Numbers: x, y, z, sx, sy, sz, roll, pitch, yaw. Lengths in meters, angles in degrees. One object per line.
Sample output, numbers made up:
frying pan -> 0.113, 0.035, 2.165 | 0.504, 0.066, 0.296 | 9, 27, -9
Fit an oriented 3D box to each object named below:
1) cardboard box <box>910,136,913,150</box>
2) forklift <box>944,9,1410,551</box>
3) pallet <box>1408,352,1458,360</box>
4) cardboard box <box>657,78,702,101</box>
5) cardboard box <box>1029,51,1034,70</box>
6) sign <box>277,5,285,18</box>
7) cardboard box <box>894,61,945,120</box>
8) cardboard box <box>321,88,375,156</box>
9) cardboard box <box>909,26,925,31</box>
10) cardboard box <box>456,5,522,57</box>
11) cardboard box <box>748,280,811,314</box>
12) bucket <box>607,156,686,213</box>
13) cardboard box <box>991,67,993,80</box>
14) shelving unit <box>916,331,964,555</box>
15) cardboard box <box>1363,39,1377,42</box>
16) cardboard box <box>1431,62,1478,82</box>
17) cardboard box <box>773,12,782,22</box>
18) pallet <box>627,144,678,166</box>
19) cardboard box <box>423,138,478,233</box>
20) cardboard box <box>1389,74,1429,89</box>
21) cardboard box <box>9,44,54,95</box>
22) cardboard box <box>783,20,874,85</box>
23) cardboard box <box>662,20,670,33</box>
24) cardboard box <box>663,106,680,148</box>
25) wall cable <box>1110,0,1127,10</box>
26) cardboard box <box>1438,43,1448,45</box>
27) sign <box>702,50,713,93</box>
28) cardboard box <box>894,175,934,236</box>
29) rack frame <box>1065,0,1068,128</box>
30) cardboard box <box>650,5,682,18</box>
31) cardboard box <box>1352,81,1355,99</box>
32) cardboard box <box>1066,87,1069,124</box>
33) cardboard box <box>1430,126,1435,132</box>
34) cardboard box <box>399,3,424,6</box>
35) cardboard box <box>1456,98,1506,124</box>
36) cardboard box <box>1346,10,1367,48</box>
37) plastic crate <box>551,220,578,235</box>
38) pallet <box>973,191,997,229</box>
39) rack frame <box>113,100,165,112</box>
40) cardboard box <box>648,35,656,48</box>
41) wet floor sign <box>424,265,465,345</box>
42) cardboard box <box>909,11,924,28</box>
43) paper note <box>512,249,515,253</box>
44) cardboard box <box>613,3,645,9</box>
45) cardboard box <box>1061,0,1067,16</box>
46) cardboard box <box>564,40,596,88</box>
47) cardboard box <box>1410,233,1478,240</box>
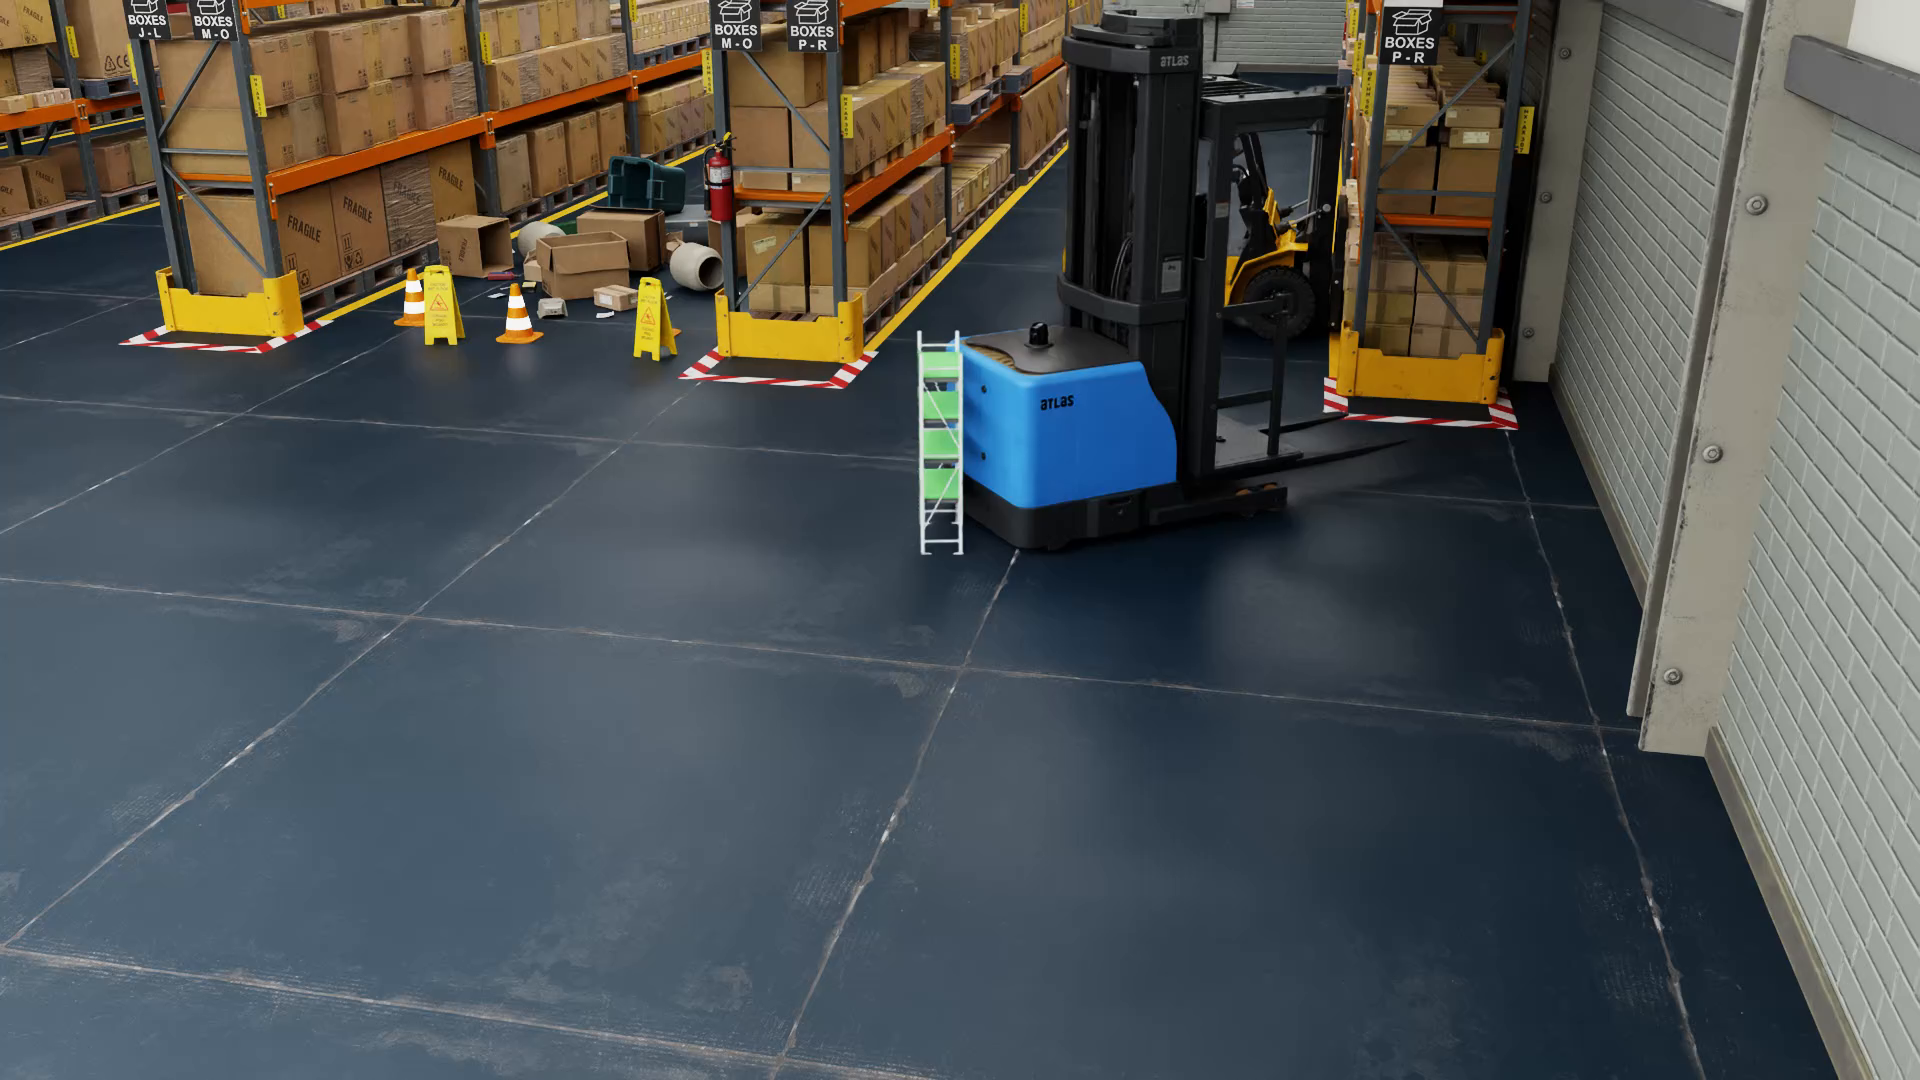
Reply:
cardboard box -> -0.638, -3.631, 15.191 | 0.380, 0.149, 0.250 | 4, 22, 10
forklift -> 1.451, -1.664, 10.062 | 3.031, 2.935, 1.130 | -11, 24, -25
pallet -> 3.573, -1.501, 13.299 | 1.003, 0.211, 1.213 | 4, 22, 11
cardboard box -> -3.936, -6.328, 23.331 | 0.500, 0.250, 0.500 | 3, 22, 9
cardboard box -> 0.664, -6.094, 21.171 | 0.500, 0.250, 0.500 | 4, 22, 9
sign -> -8.938, -7.033, 21.856 | 0.100, 0.325, 0.005 | 4, 22, 11
cardboard box -> -0.433, -4.355, 16.119 | 0.500, 0.500, 0.500 | 4, 22, 10
cardboard box -> -5.909, -3.836, 15.163 | 0.875, 0.550, 0.550 | 4, 22, 11
cardboard box -> -0.616, -5.099, 17.405 | 0.500, 0.500, 0.500 | 5, 22, 11
cardboard box -> -5.254, -5.573, 18.203 | 0.700, 0.500, 0.500 | 4, 22, 10
cardboard box -> -1.495, -2.133, 14.254 | 0.500, 0.250, 0.500 | 4, 22, 11
bucket -> -3.223, -3.653, 17.257 | 0.726, 0.611, 0.620 | 13, 15, 29
cardboard box -> 0.155, -5.182, 18.480 | 0.380, 0.149, 0.250 | 4, 22, 9
shelving unit -> -0.116, -0.564, 9.648 | 0.258, 1.200, 0.503 | -1, 22, -2
cardboard box -> 4.616, -5.401, 18.246 | 0.380, 0.149, 0.250 | 5, 22, 12
cardboard box -> 4.372, -4.134, 14.702 | 0.380, 0.149, 0.250 | 4, 22, 10
cardboard box -> -3.159, -8.526, 26.475 | 0.500, 0.500, 0.500 | 6, 23, 14
pallet -> -4.475, -5.147, 22.352 | 1.003, 0.211, 1.213 | 4, 22, 11
cardboard box -> -5.649, -3.677, 17.250 | 0.875, 0.875, 0.875 | 5, 22, 12
cardboard box -> 3.700, -3.796, 13.864 | 0.380, 0.149, 0.250 | 5, 22, 11
cardboard box -> -10.440, -5.132, 18.048 | 0.875, 0.500, 0.500 | 4, 22, 11
cardboard box -> -1.160, -4.291, 14.623 | 0.700, 0.500, 0.500 | 4, 22, 11
cardboard box -> -4.133, -6.913, 22.380 | 0.380, 0.149, 0.250 | 4, 22, 11
cardboard box -> -4.143, -5.614, 22.561 | 0.500, 0.500, 0.500 | 5, 22, 12
wall cable -> 2.991, -11.290, 32.470 | 0.585, 1.953, 0.123 | 4, 22, 11
cardboard box -> 5.054, -5.272, 17.925 | 0.380, 0.149, 0.250 | 4, 22, 11
sign -> -1.941, -3.622, 12.859 | 0.100, 0.325, 0.005 | 4, 22, 11
cardboard box -> -0.546, -3.196, 15.889 | 0.500, 0.500, 0.500 | 5, 22, 12
rack frame -> 1.047, -7.278, 23.909 | 1.000, 3.000, 0.127 | 4, 22, 11
cardboard box -> -4.031, -7.235, 22.781 | 0.380, 0.149, 0.250 | 4, 22, 10
cardboard box -> 4.653, -5.041, 18.556 | 0.500, 0.250, 0.500 | 4, 22, 10
cardboard box -> 1.280, -6.505, 24.859 | 0.875, 0.438, 0.875 | 4, 22, 10
cardboard box -> 4.014, -3.095, 13.389 | 0.500, 0.500, 0.500 | 4, 22, 10
cardboard box -> -8.483, -7.888, 25.289 | 0.500, 0.500, 0.500 | 5, 22, 11
cardboard box -> 3.851, -3.196, 12.374 | 0.380, 0.149, 0.250 | 5, 23, 13
cardboard box -> 5.323, -6.505, 21.295 | 0.700, 0.500, 0.500 | 4, 22, 11
plastic crate -> -4.205, -3.251, 17.598 | 0.450, 0.188, 0.662 | 7, 21, 42
pallet -> -0.182, -3.791, 18.983 | 1.003, 0.211, 1.213 | 4, 22, 11
rack frame -> -13.504, -8.411, 26.722 | 1.000, 3.000, 0.127 | 4, 22, 11
cardboard box -> -4.238, -6.578, 21.947 | 0.380, 0.149, 0.250 | 6, 23, 14
wet floor sign -> -4.336, -1.976, 13.896 | 0.267, 0.644, 0.232 | 1, 22, 2
cardboard box -> -0.585, -5.471, 17.460 | 0.380, 0.149, 0.250 | 4, 22, 9
paper note -> -4.703, -3.000, 17.262 | 0.147, 0.020, 0.142 | -11, 25, -26
cardboard box -> -4.613, -7.390, 23.166 | 0.380, 0.149, 0.250 | 5, 23, 13
cardboard box -> 1.201, -7.605, 23.250 | 0.500, 0.500, 0.500 | 5, 23, 13
cardboard box -> -4.670, -5.651, 19.736 | 0.500, 0.500, 0.500 | 4, 22, 10
cardboard box -> 3.952, -2.422, 13.631 | 0.500, 0.250, 0.500 | 4, 22, 11
